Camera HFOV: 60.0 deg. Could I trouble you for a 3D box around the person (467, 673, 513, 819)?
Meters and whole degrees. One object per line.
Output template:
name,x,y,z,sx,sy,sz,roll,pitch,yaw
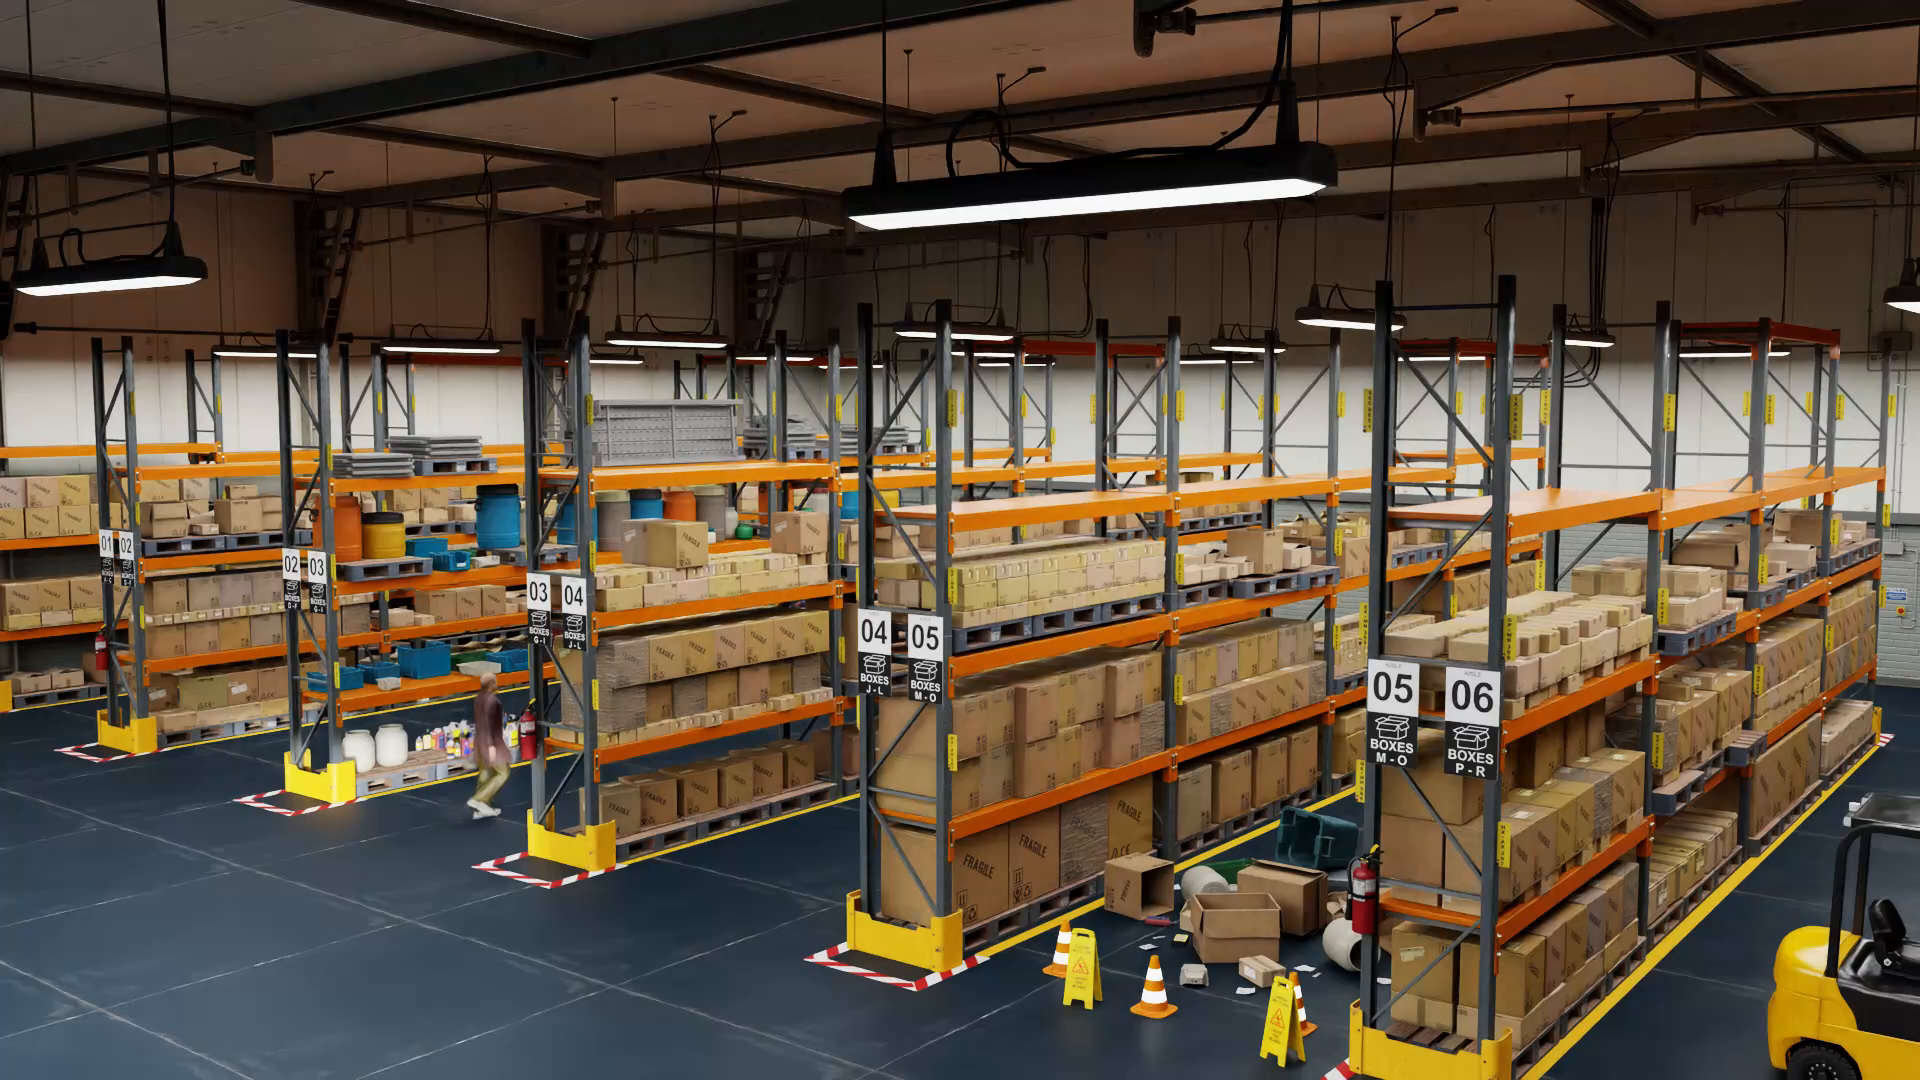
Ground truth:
person,-5.800,2.560,20.302,0.571,1.671,0.624,-4,7,-41

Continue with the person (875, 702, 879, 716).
person,-1.402,2.053,26.133,0.666,1.684,0.628,5,7,42
